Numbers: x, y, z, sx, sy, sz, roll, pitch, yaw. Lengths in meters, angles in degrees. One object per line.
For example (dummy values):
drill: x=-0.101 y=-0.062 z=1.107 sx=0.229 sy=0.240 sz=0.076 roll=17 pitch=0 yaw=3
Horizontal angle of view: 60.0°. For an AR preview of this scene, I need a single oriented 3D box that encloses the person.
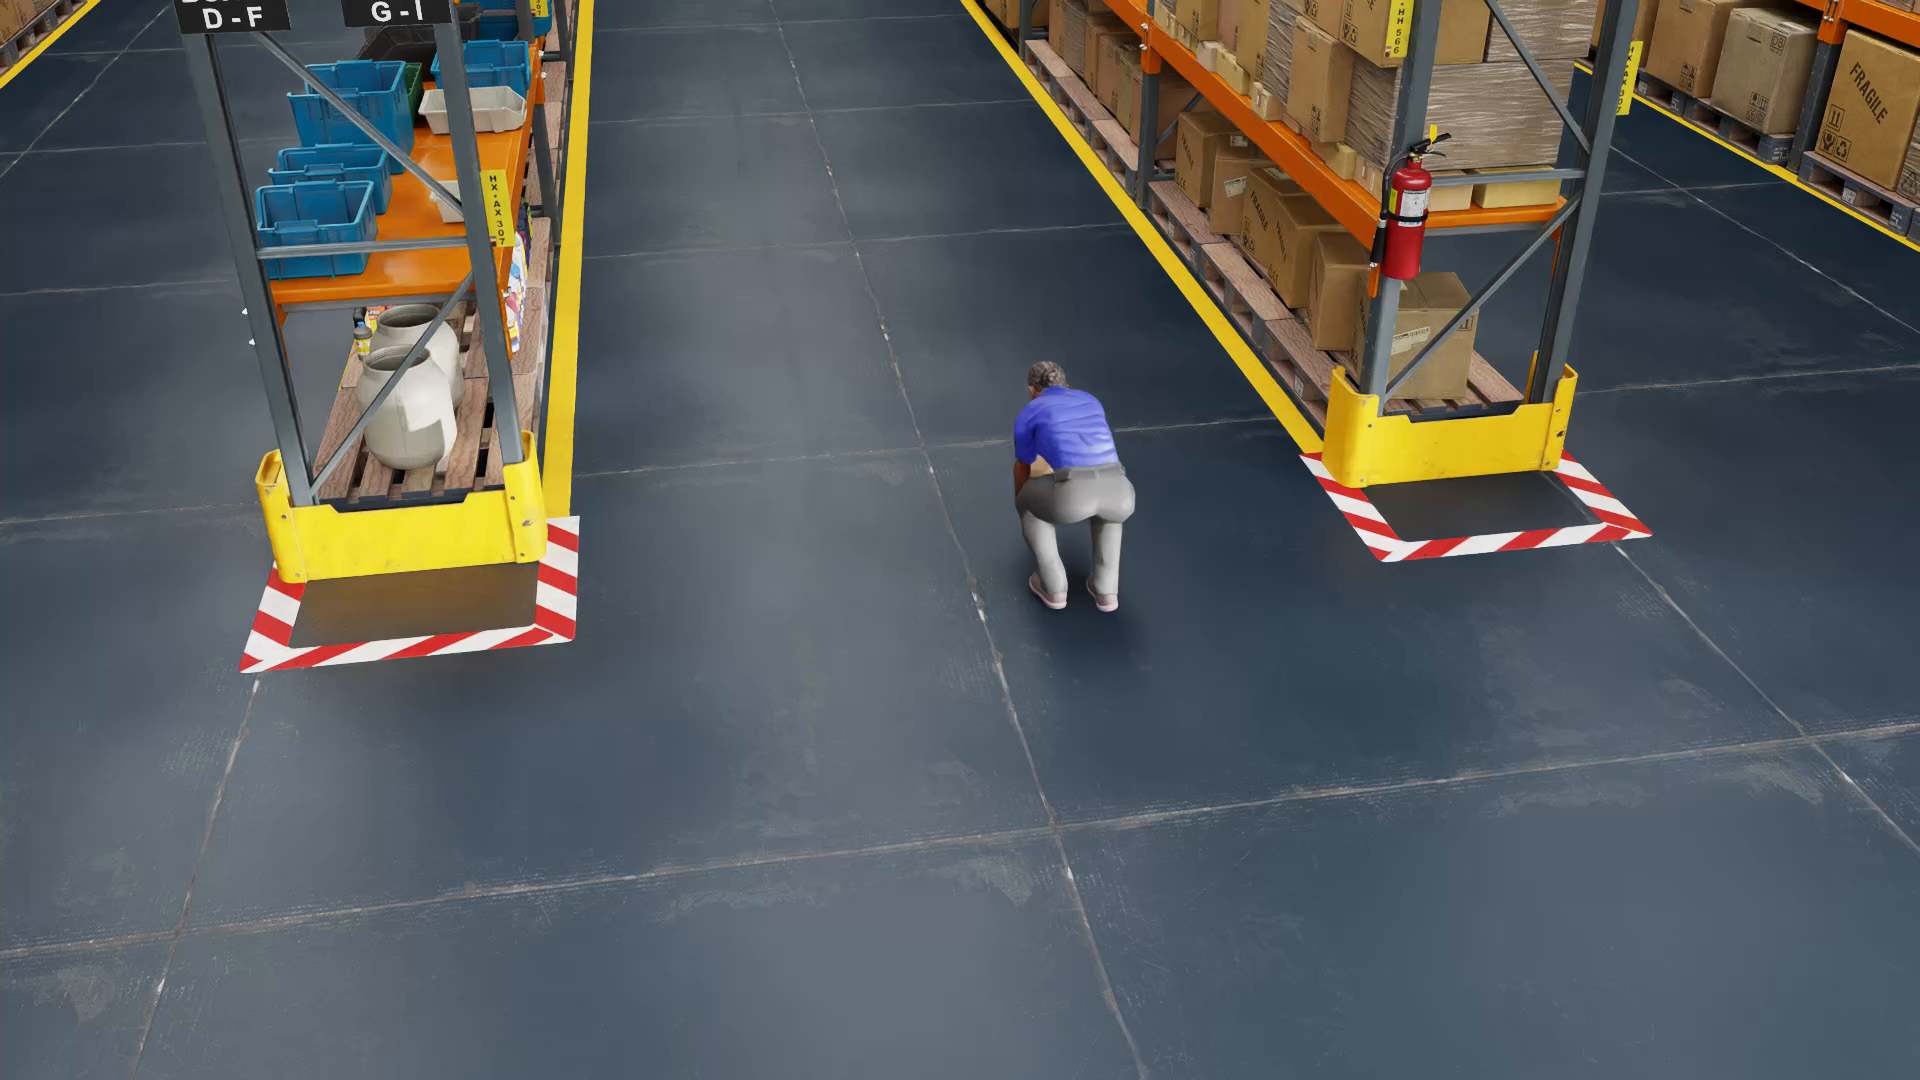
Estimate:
person: x=0.475 y=-0.218 z=7.207 sx=0.456 sy=0.941 sz=0.865 roll=-7 pitch=31 yaw=-11
